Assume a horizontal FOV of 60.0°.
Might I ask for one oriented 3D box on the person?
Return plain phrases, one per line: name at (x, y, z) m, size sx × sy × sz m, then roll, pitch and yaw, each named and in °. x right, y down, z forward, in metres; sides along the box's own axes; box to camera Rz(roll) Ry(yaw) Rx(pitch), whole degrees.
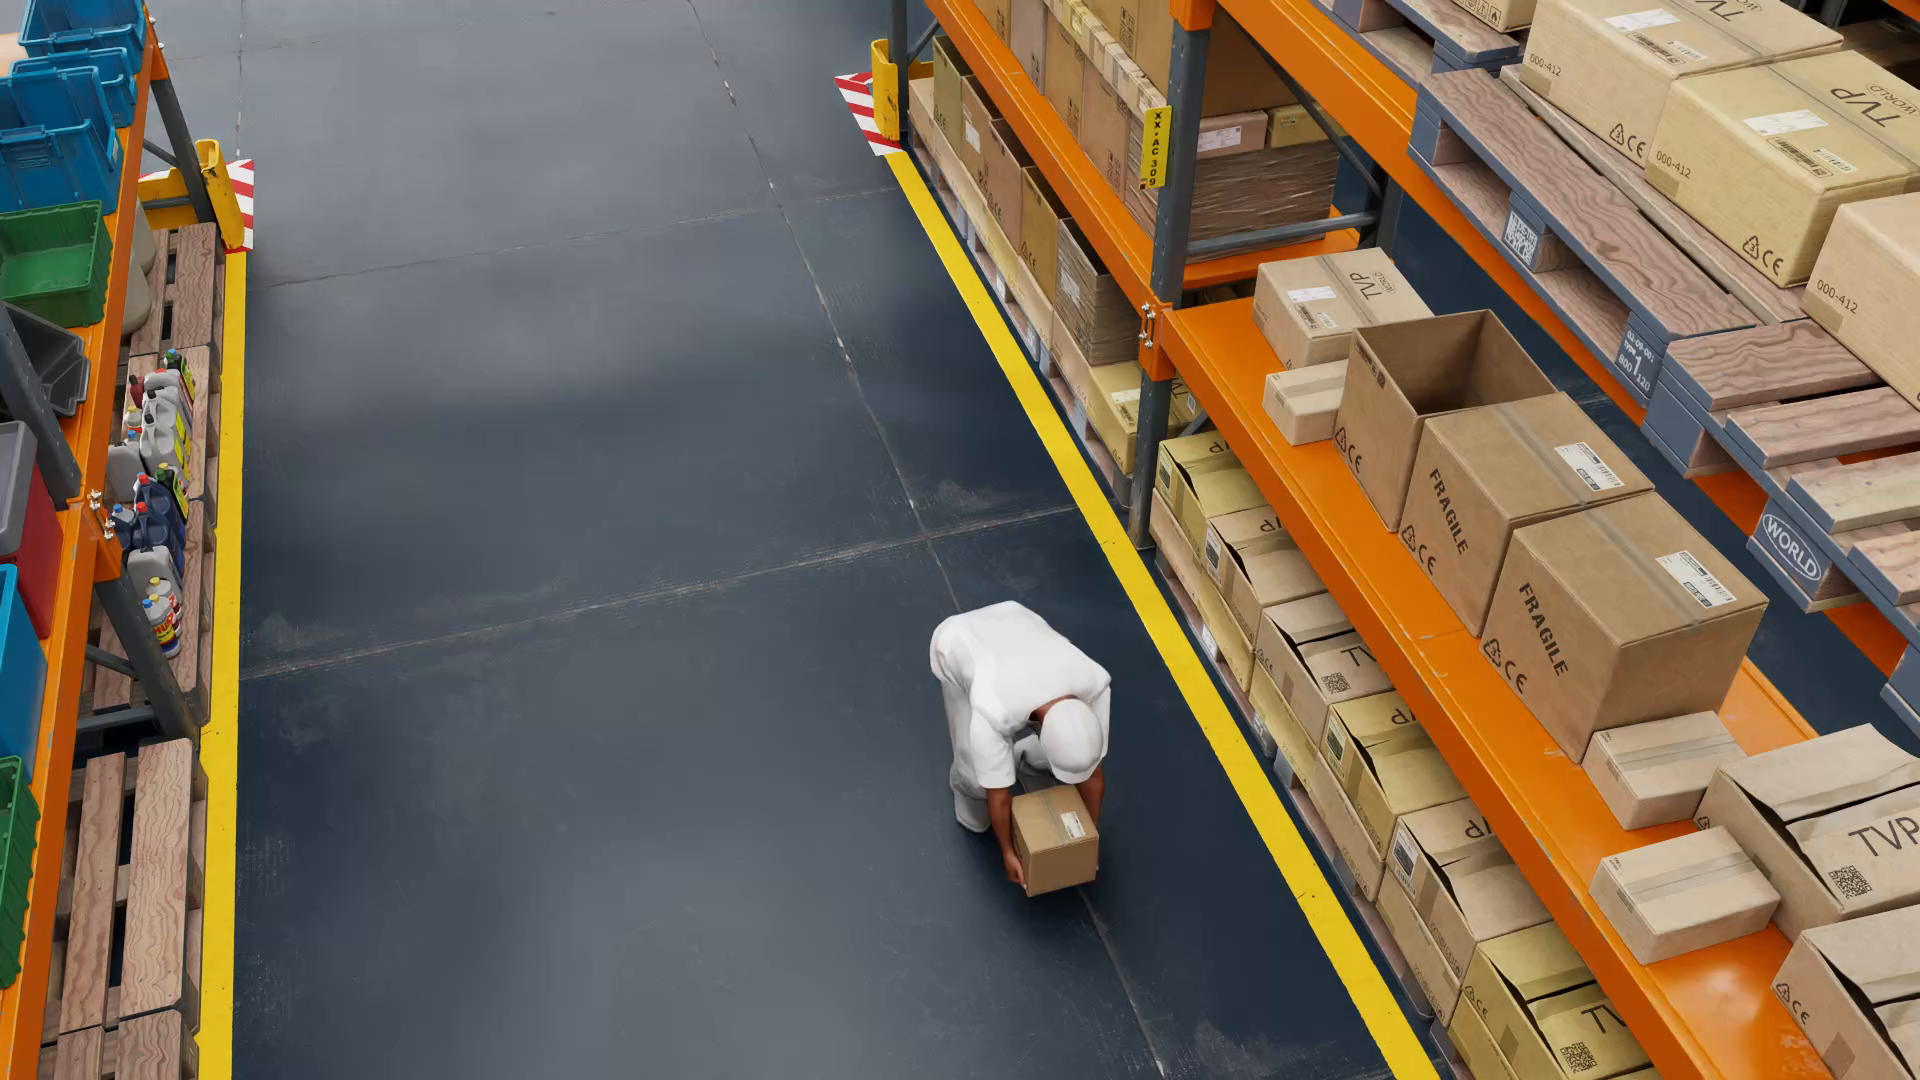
person at (0.234, 0.701, 5.934) m, size 0.526 × 1.006 × 0.948 m, roll -14°, pitch 44°, yaw -15°
